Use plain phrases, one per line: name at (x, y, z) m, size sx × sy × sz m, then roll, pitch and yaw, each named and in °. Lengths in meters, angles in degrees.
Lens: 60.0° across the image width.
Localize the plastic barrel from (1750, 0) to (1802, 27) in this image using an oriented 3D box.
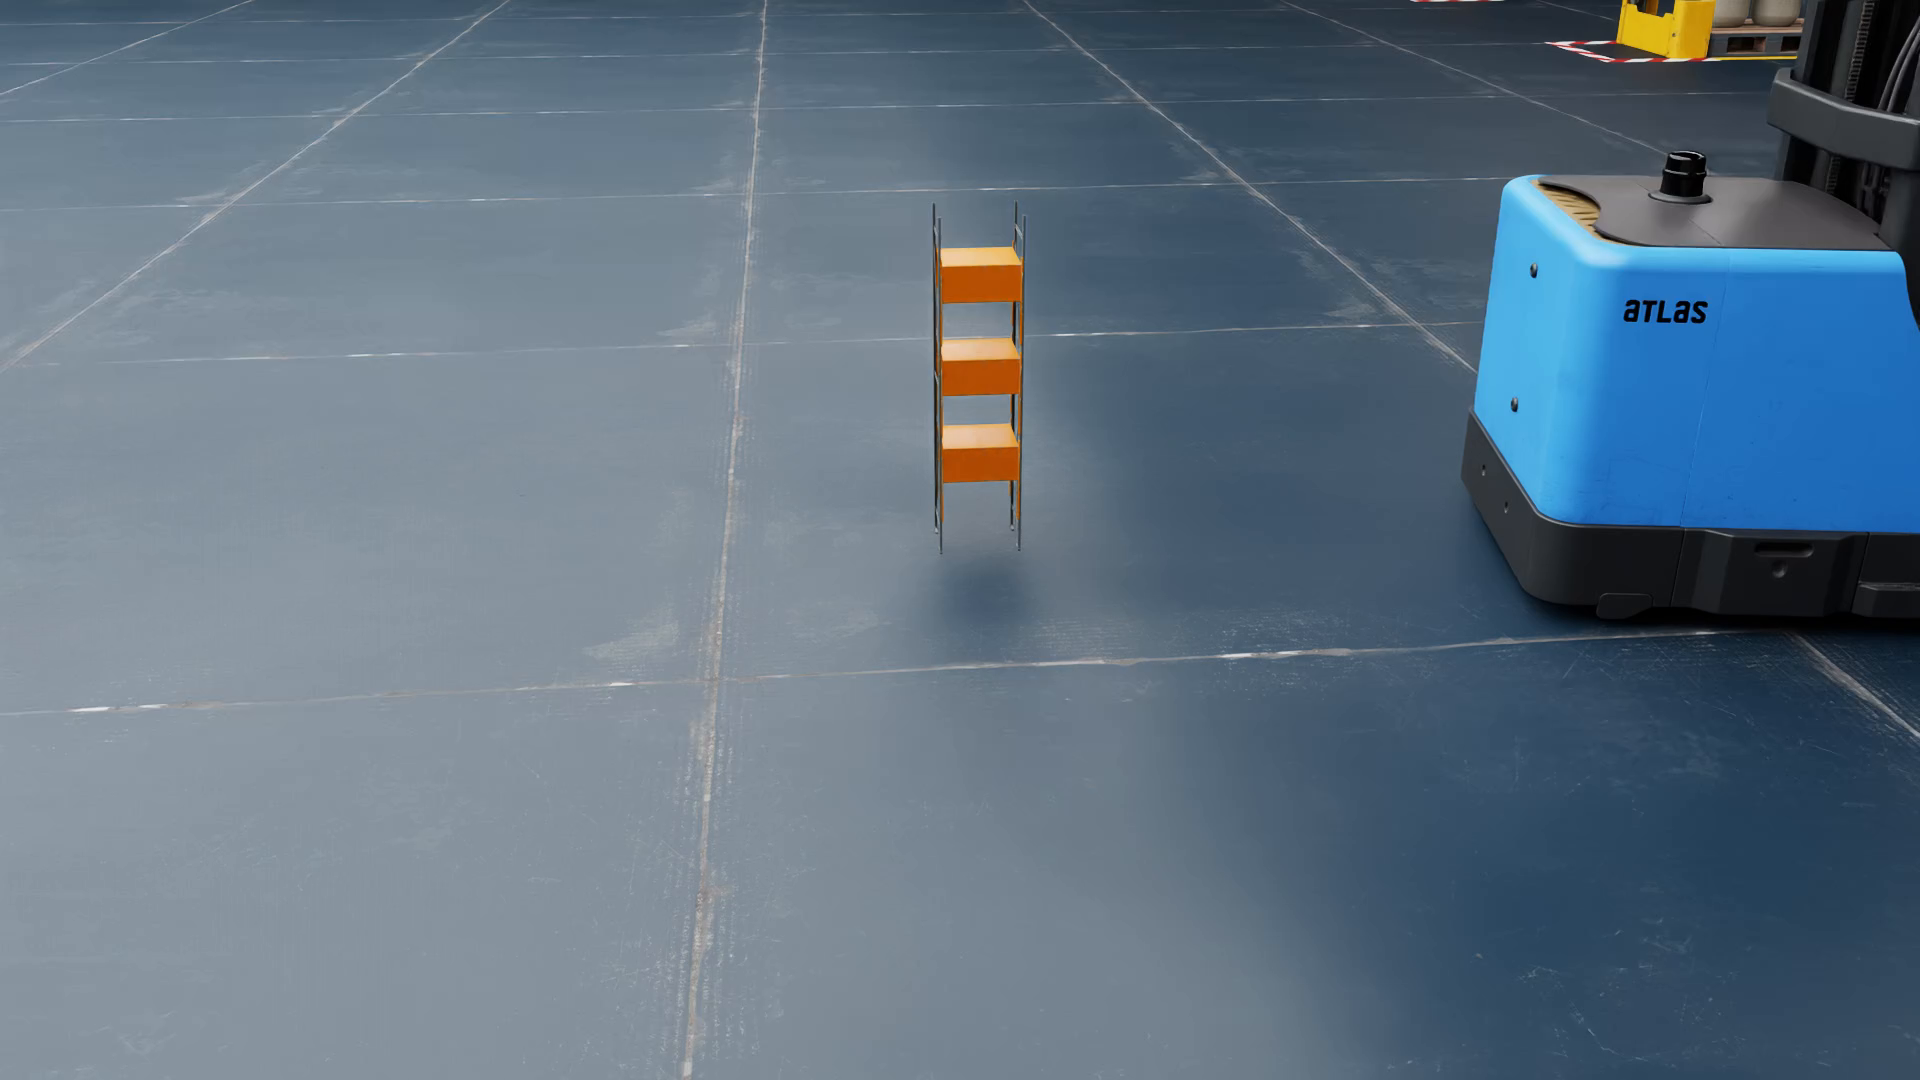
plastic barrel at (7.636, -5.077, 15.524) m, size 0.421 × 0.512 × 0.421 m, roll 0°, pitch 24°, yaw 0°

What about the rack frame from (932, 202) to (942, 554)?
rack frame at (-0.068, -0.477, 5.031) m, size 0.008 × 1.050 × 0.200 m, roll -2°, pitch 24°, yaw -5°

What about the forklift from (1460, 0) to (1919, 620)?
forklift at (3.150, -1.267, 4.491) m, size 3.031 × 2.935 × 1.130 m, roll 2°, pitch 24°, yaw 3°

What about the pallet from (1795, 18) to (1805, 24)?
pallet at (8.581, -4.770, 15.721) m, size 1.213 × 0.211 × 1.003 m, roll -2°, pitch 24°, yaw -5°

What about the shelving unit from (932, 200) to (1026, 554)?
shelving unit at (0.053, -0.482, 5.042) m, size 0.252 × 1.050 × 0.215 m, roll -2°, pitch 24°, yaw -5°

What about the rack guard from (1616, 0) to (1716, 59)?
rack guard at (6.561, -4.824, 15.488) m, size 0.348 × 0.500 × 1.175 m, roll -2°, pitch 24°, yaw -5°

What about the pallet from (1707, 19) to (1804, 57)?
pallet at (7.370, -4.722, 15.615) m, size 1.213 × 0.211 × 1.003 m, roll -2°, pitch 24°, yaw -5°

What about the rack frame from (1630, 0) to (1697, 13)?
rack frame at (6.490, -5.944, 14.931) m, size 0.127 × 3.000 × 1.000 m, roll -2°, pitch 24°, yaw -5°

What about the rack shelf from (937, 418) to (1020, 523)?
rack shelf at (0.053, -0.218, 5.159) m, size 0.240 × 0.259 × 0.215 m, roll -2°, pitch 24°, yaw -5°

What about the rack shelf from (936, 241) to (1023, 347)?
rack shelf at (0.053, -0.732, 4.931) m, size 0.240 × 0.259 × 0.215 m, roll -2°, pitch 24°, yaw -5°

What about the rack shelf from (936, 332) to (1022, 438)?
rack shelf at (0.053, -0.472, 5.046) m, size 0.240 × 0.259 × 0.215 m, roll -2°, pitch 24°, yaw -5°

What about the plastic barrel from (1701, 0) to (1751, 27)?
plastic barrel at (7.137, -5.057, 15.479) m, size 0.421 × 0.512 × 0.421 m, roll 0°, pitch 24°, yaw 0°

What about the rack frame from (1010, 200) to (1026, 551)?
rack frame at (0.175, -0.487, 5.053) m, size 0.008 × 1.050 × 0.200 m, roll -2°, pitch 24°, yaw -5°
